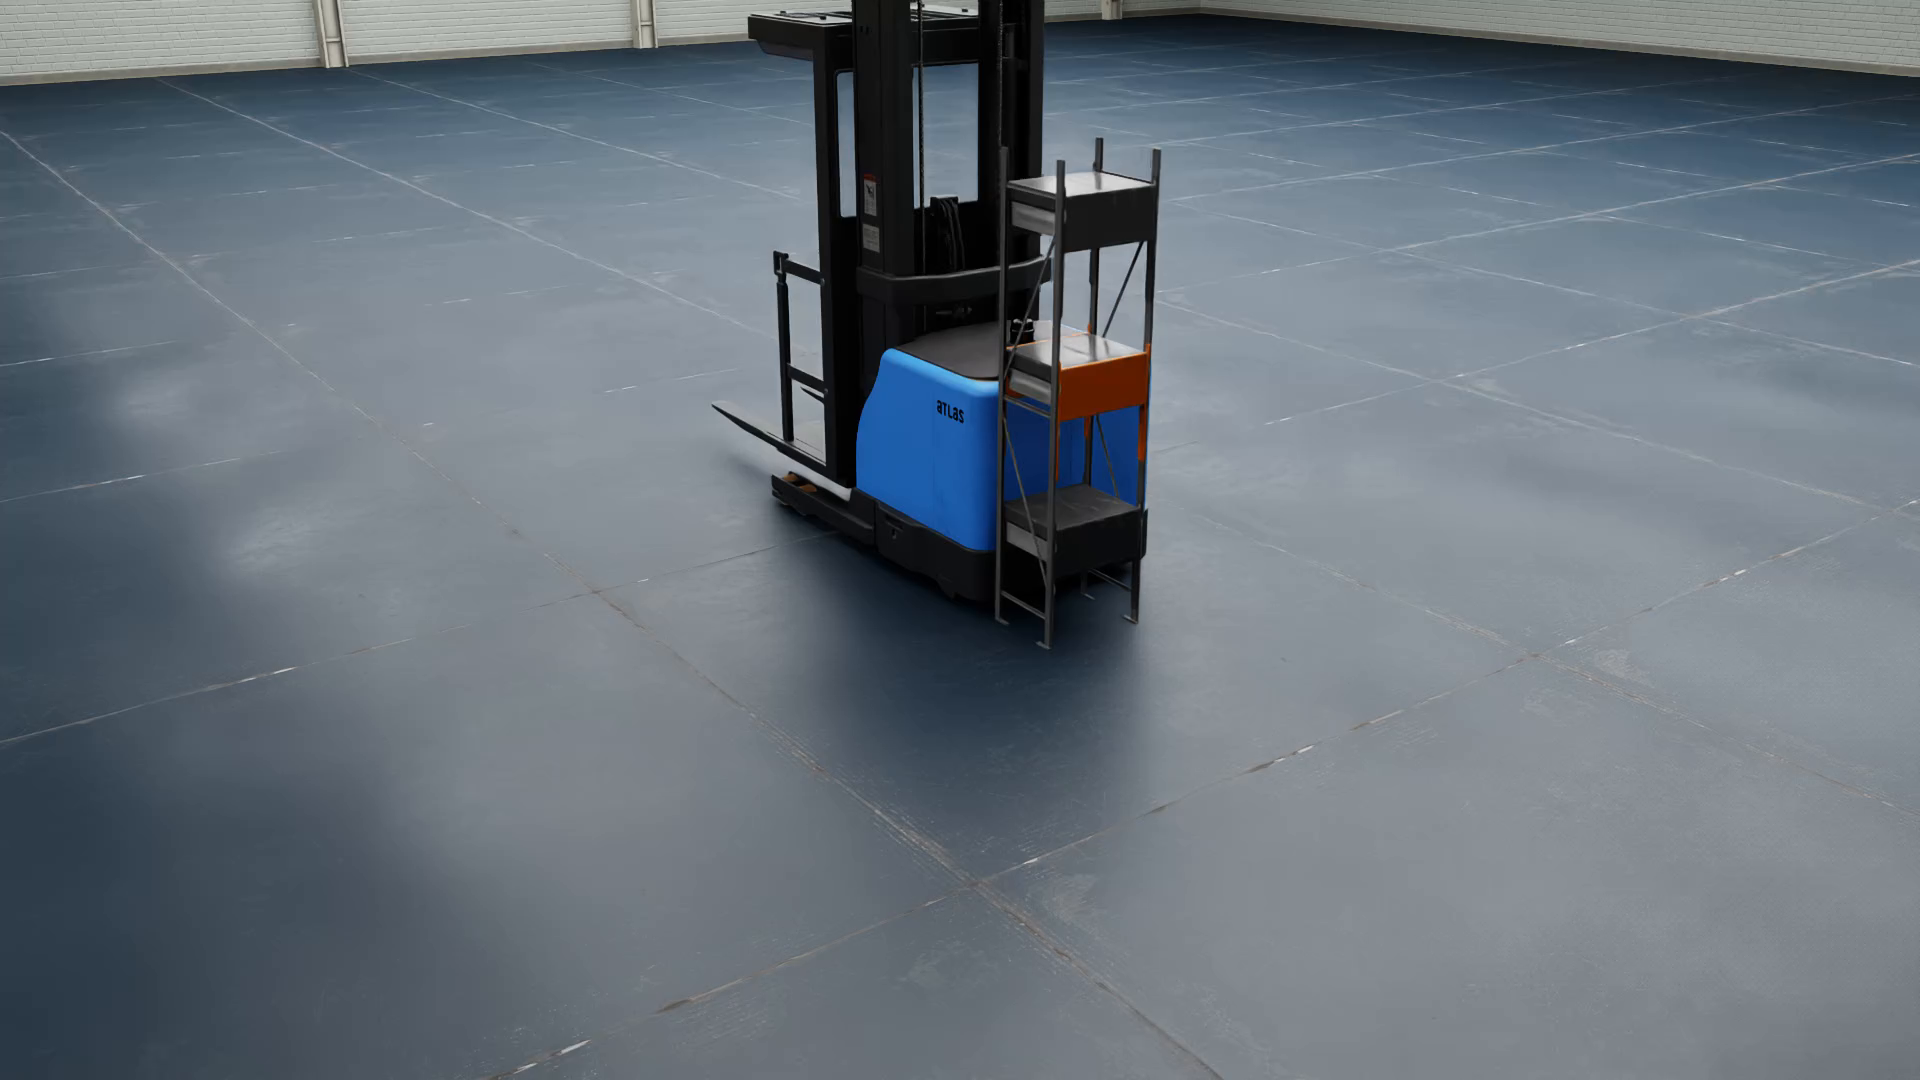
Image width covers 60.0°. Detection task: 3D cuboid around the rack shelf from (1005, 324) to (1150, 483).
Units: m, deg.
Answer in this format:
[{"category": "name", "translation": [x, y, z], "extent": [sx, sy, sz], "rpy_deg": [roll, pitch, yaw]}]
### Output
[{"category": "rack shelf", "translation": [0.484, -0.593, 7.097], "extent": [0.480, 0.518, 0.431], "rpy_deg": [-14, 26, -32]}]

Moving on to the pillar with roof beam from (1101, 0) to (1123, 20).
[{"category": "pillar with roof beam", "translation": [6.084, -15.148, 34.231], "extent": [0.400, 9.000, 9.100], "rpy_deg": [-15, 26, -33]}]

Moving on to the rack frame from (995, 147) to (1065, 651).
[{"category": "rack frame", "translation": [0.283, -0.554, 6.963], "extent": [0.015, 2.100, 0.400], "rpy_deg": [-14, 26, -32]}]

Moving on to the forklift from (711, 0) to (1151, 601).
[{"category": "forklift", "translation": [-0.345, -1.575, 8.405], "extent": [1.130, 2.935, 3.031], "rpy_deg": [-14, 26, -32]}]

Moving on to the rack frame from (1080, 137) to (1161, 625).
[{"category": "rack frame", "translation": [0.685, -0.657, 7.220], "extent": [0.015, 2.100, 0.400], "rpy_deg": [-14, 26, -32]}]

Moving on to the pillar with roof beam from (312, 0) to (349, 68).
[{"category": "pillar with roof beam", "translation": [-8.528, -11.252, 24.468], "extent": [0.400, 9.000, 9.100], "rpy_deg": [-15, 26, -33]}]

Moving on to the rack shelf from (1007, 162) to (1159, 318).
[{"category": "rack shelf", "translation": [0.487, -1.241, 6.833], "extent": [0.480, 0.518, 0.431], "rpy_deg": [-14, 26, -32]}]

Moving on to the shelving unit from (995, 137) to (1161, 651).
[{"category": "shelving unit", "translation": [0.484, -0.605, 7.092], "extent": [0.503, 2.100, 0.431], "rpy_deg": [-14, 26, -32]}]

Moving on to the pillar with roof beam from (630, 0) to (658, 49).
[{"category": "pillar with roof beam", "translation": [-3.657, -12.550, 27.722], "extent": [0.400, 9.000, 9.100], "rpy_deg": [-15, 26, -33]}]

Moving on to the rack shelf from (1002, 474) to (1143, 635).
[{"category": "rack shelf", "translation": [0.481, 0.056, 7.360], "extent": [0.480, 0.518, 0.431], "rpy_deg": [-14, 26, -32]}]
